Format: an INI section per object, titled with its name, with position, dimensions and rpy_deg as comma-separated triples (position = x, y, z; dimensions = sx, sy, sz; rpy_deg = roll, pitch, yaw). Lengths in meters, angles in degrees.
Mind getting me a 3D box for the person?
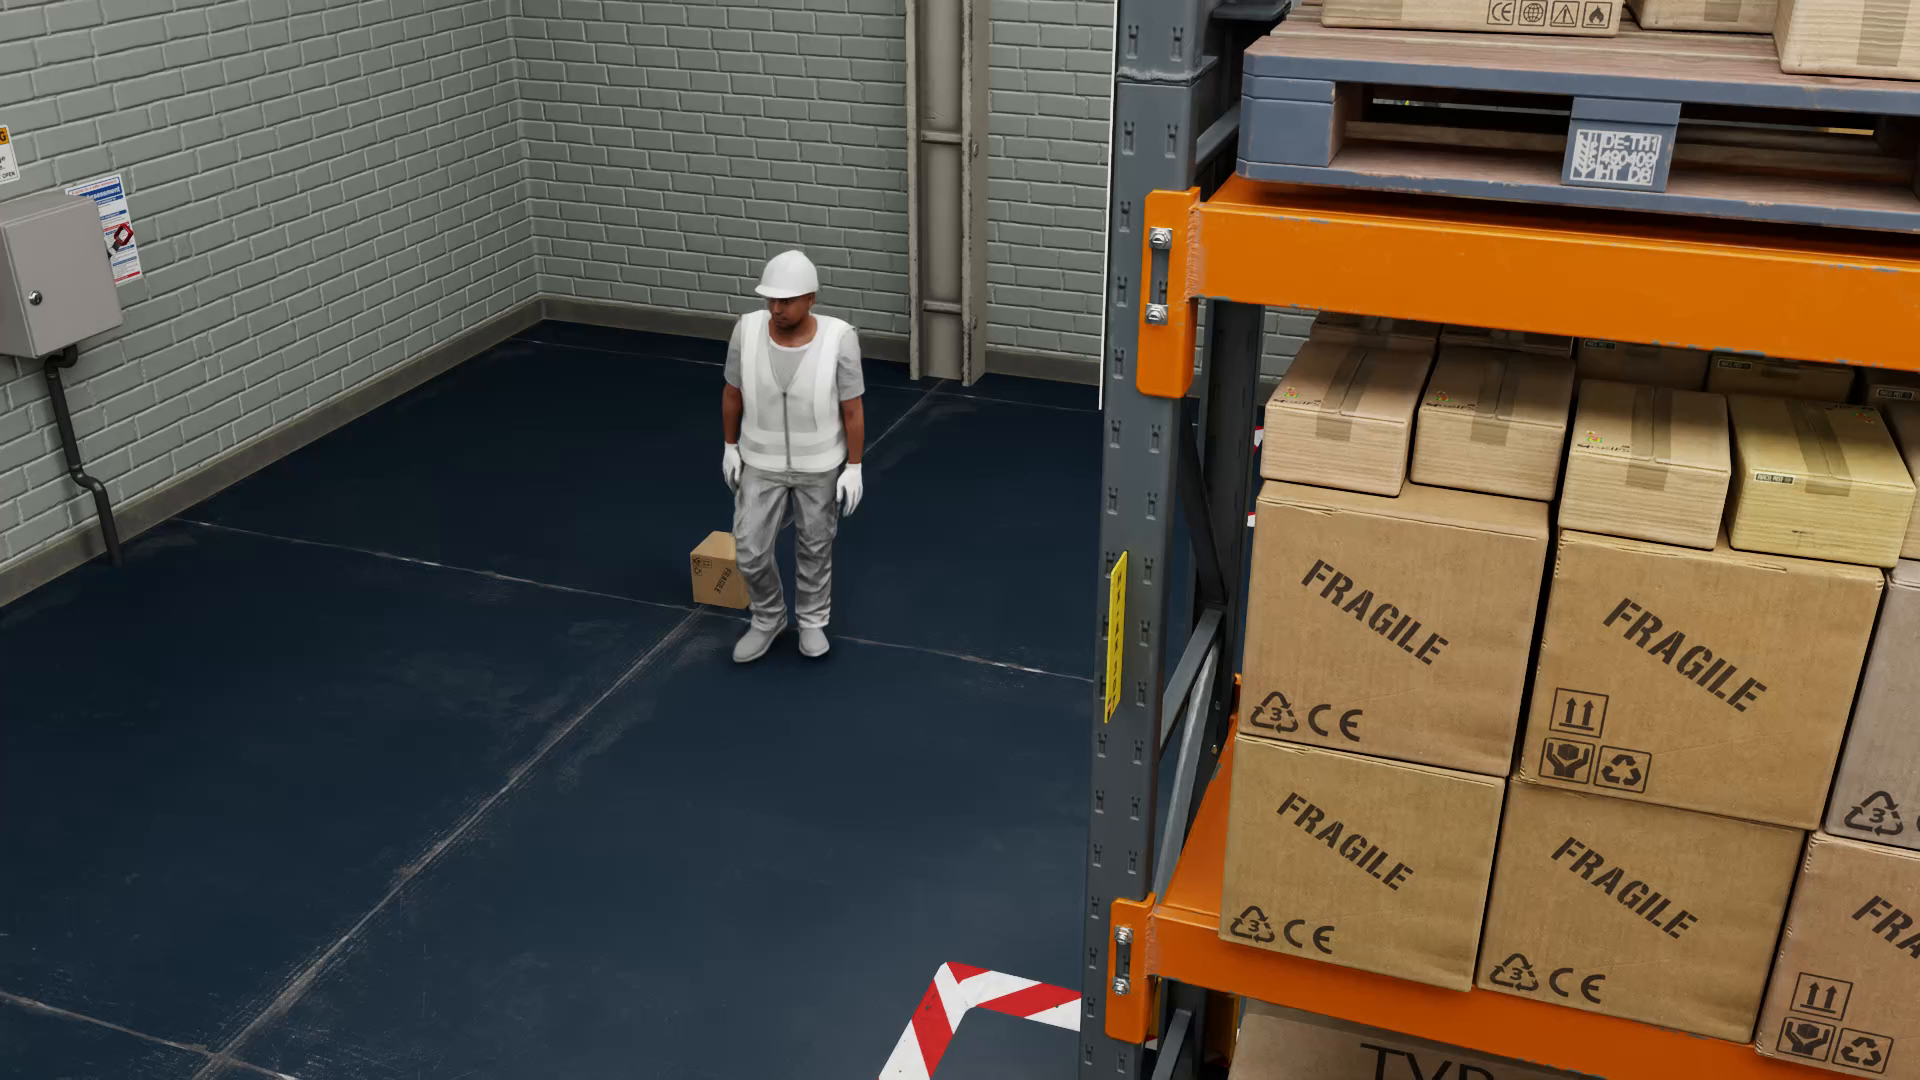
[person]
position = -0.671, -0.315, 6.691
dimensions = 0.592, 1.771, 0.461
rpy_deg = 0, 25, -1
